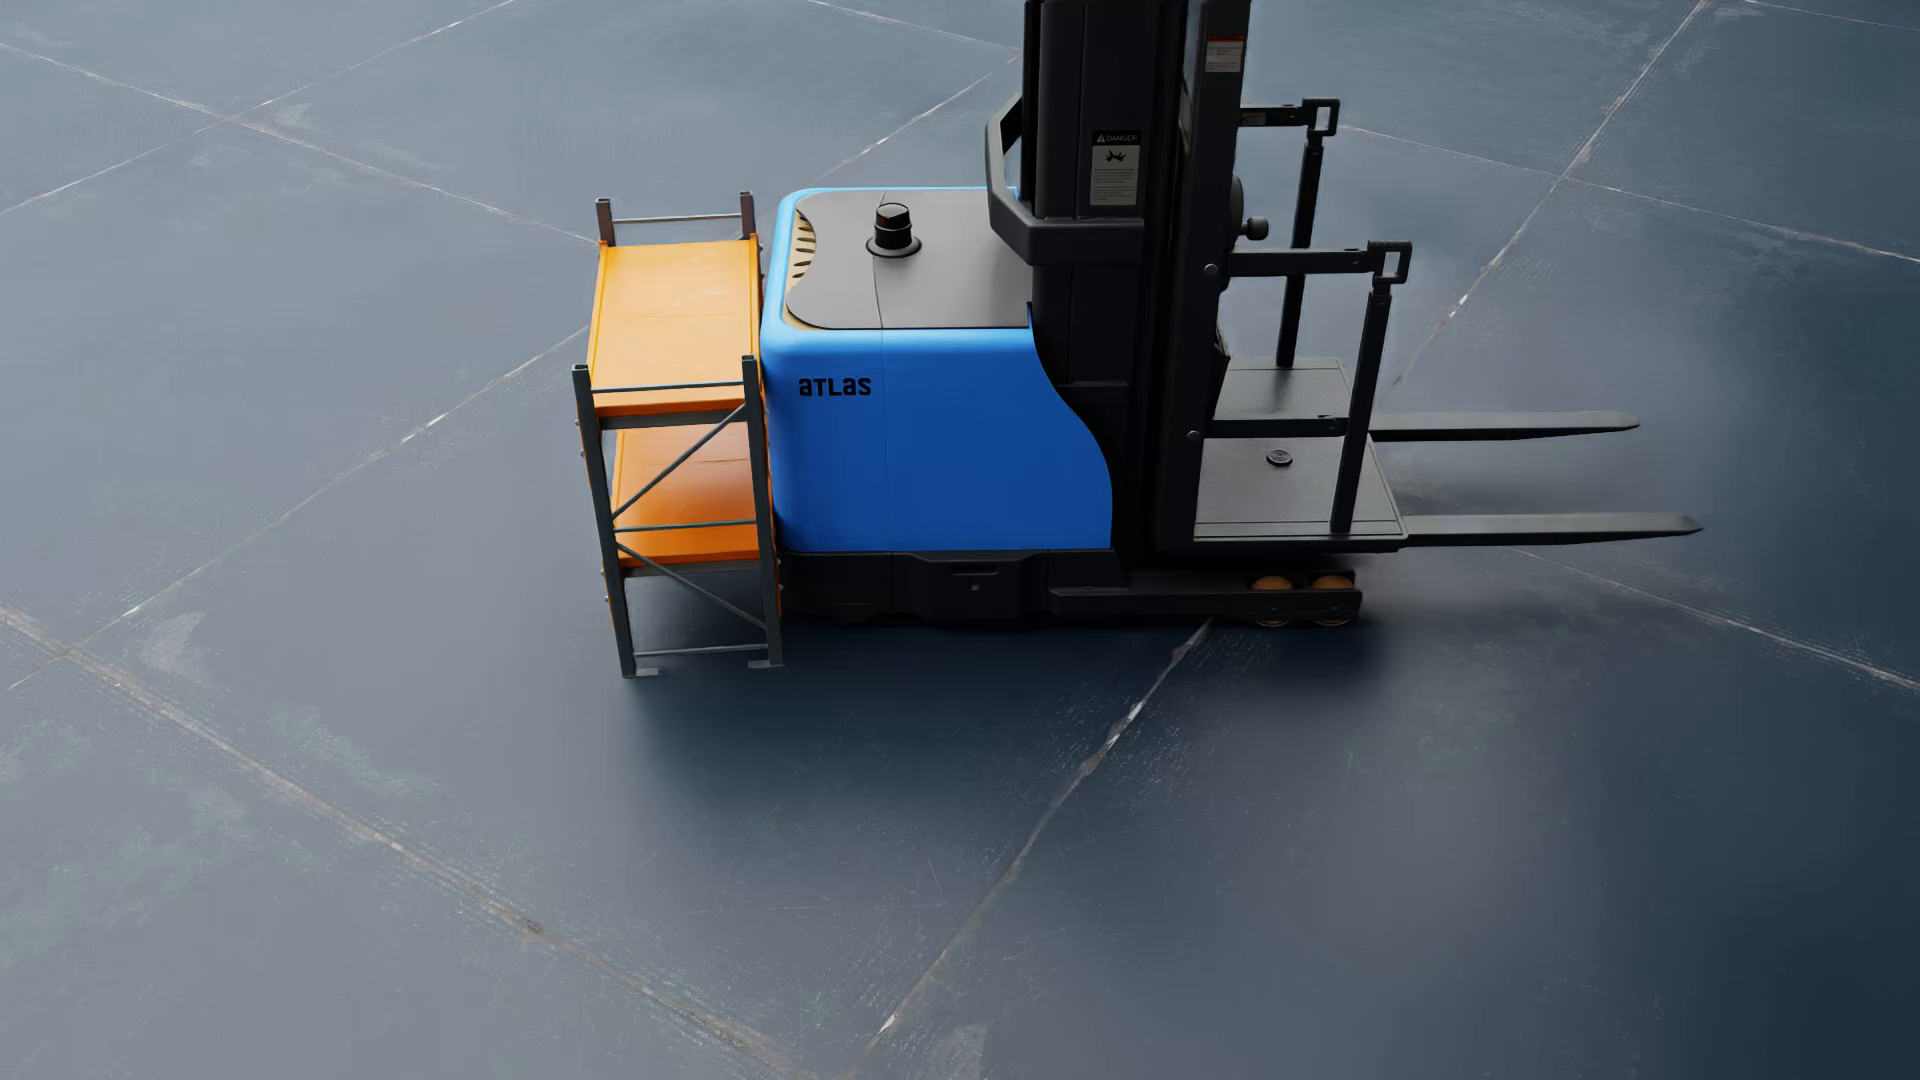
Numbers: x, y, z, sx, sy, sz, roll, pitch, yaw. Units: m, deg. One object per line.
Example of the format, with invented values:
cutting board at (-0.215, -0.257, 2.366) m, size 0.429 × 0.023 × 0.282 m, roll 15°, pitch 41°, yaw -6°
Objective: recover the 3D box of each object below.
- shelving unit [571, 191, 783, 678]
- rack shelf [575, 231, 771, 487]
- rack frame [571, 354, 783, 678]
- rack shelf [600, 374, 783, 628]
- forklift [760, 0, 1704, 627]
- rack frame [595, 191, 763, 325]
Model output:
shelving unit at (-0.861, -0.348, 5.280) m, size 0.538 × 1.125 × 1.048 m, roll -4°, pitch 38°, yaw -5°
rack shelf at (-0.861, -0.580, 5.101) m, size 0.538 × 0.278 × 1.000 m, roll -4°, pitch 38°, yaw -5°
rack frame at (-0.806, -0.039, 4.880) m, size 0.500 × 1.125 × 0.032 m, roll -4°, pitch 38°, yaw -5°
rack shelf at (-0.861, -0.154, 5.429) m, size 0.538 × 0.278 × 1.000 m, roll -4°, pitch 38°, yaw -5°
forklift at (0.912, -1.205, 4.913) m, size 3.031 × 2.935 × 1.130 m, roll -1°, pitch 38°, yaw -1°
rack frame at (-0.916, -0.656, 5.680) m, size 0.500 × 1.125 × 0.032 m, roll -4°, pitch 38°, yaw -5°
